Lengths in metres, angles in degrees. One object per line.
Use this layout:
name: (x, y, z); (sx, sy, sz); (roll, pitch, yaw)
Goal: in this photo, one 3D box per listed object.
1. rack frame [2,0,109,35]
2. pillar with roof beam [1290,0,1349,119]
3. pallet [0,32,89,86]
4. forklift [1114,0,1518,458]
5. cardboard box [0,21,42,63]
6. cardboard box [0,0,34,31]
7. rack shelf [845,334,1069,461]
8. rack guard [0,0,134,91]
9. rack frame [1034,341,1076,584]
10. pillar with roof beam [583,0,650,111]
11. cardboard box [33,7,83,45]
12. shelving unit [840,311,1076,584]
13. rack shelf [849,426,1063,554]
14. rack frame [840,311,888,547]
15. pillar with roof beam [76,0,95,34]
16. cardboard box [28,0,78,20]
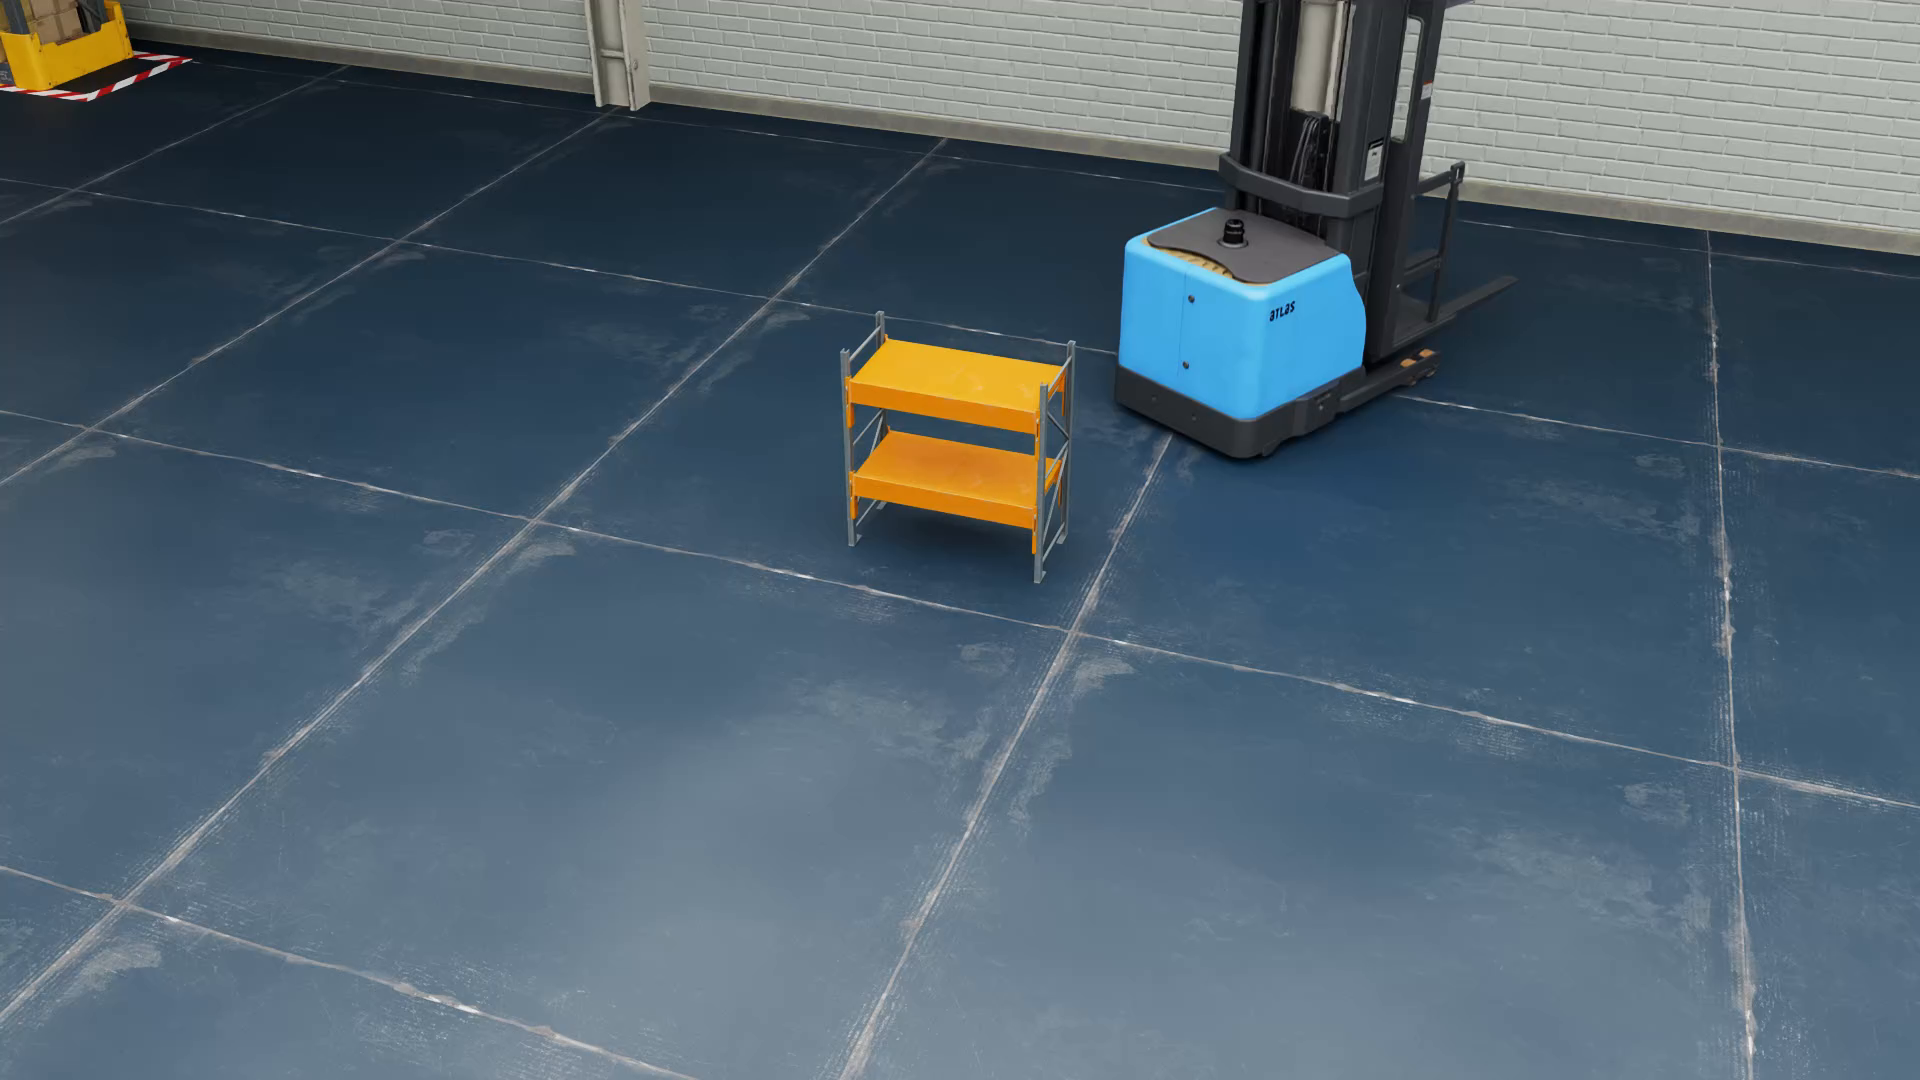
rack frame: (-8.278, -5.647, 14.731); (0.127, 3.000, 1.000); (11, 34, 16)
pillar with roof beam: (1.215, -4.361, 7.208); (0.400, 9.000, 9.100); (11, 34, 16)
pallet: (-9.012, -4.594, 15.671); (1.213, 0.211, 1.003); (11, 34, 16)
forklift: (2.353, -2.365, 9.711); (3.031, 2.935, 1.130); (-26, 41, -34)
cardboard box: (-8.826, -4.593, 15.246); (0.500, 0.250, 0.500); (11, 35, 17)
cardboard box: (-8.841, -4.808, 15.118); (0.500, 0.250, 0.500); (11, 34, 16)
rack shelf: (-0.006, -0.720, 8.288); (1.000, 0.278, 0.538); (11, 34, 16)
rack guard: (-8.255, -4.593, 15.402); (0.348, 0.500, 1.175); (11, 34, 16)
rack frame: (0.472, -0.381, 8.303); (0.032, 1.125, 0.500); (11, 34, 16)
pillar with roof beam: (-4.433, -5.459, 8.909); (0.400, 9.000, 9.100); (11, 34, 16)
cardboard box: (-8.674, -4.858, 15.657); (0.500, 0.250, 0.500); (11, 34, 17)
shelving unit: (-0.006, -0.474, 8.447); (1.048, 1.125, 0.538); (11, 34, 16)
rack shelf: (-0.006, -0.268, 8.579); (1.000, 0.278, 0.538); (11, 34, 16)
rack frame: (-0.485, -0.567, 8.591); (0.032, 1.125, 0.500); (11, 34, 16)
pillar with roof beam: (-10.081, -6.557, 10.610); (0.400, 9.000, 9.100); (11, 34, 16)
cardboard box: (-8.650, -5.071, 15.525); (0.500, 0.250, 0.500); (12, 35, 17)
